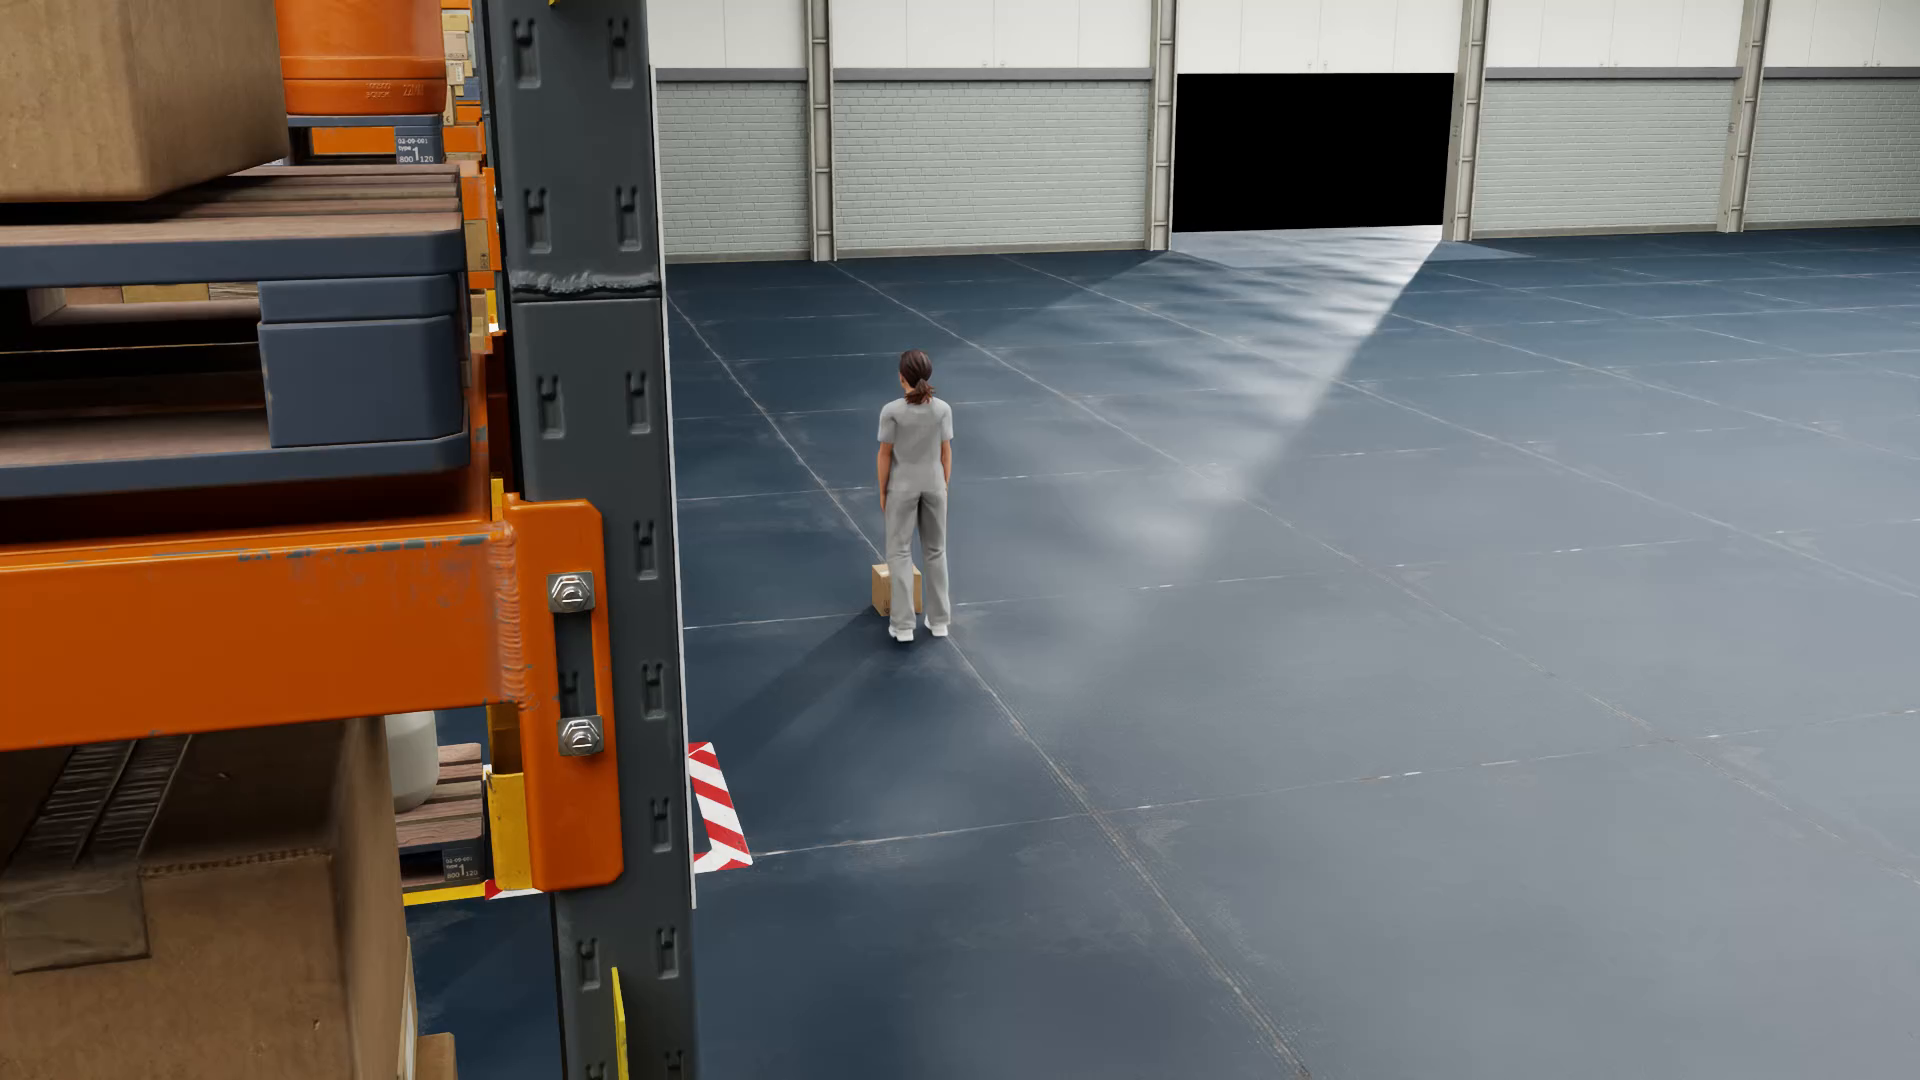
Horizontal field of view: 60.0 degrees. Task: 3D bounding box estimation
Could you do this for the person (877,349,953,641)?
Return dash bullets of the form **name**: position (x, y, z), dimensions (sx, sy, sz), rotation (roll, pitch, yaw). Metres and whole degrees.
- **person**: position (-0.255, -0.251, 9.436), dimensions (0.435, 1.671, 0.369), rotation (-4, 17, -14)
